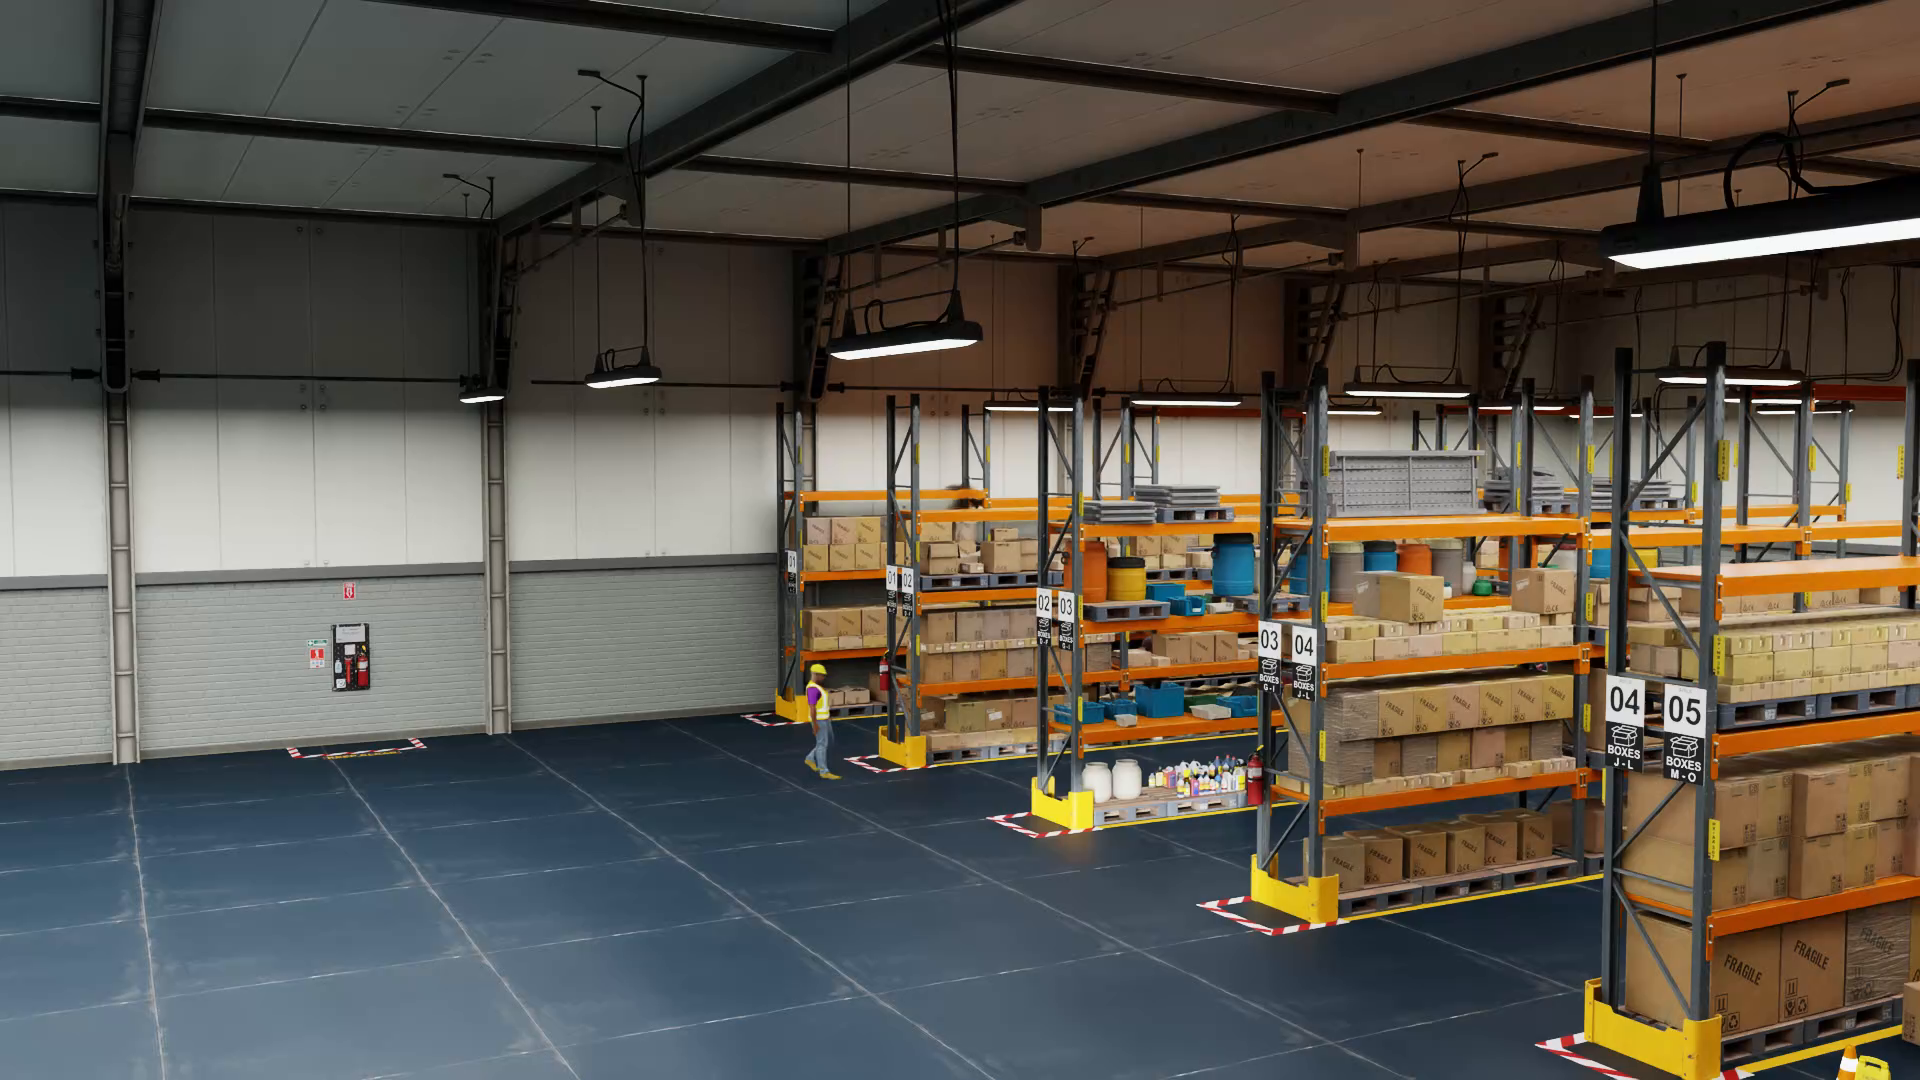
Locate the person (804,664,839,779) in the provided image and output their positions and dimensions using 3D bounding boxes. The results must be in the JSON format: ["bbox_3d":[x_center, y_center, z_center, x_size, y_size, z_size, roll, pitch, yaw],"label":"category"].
[{"bbox_3d":[-2.165,2.823,26.002,0.606,1.776,0.630,0,3,5],"label":"person"}]

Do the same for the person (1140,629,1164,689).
[{"bbox_3d":[3.650,2.469,31.793,0.602,1.790,0.428,-2,4,-25],"label":"person"}]
